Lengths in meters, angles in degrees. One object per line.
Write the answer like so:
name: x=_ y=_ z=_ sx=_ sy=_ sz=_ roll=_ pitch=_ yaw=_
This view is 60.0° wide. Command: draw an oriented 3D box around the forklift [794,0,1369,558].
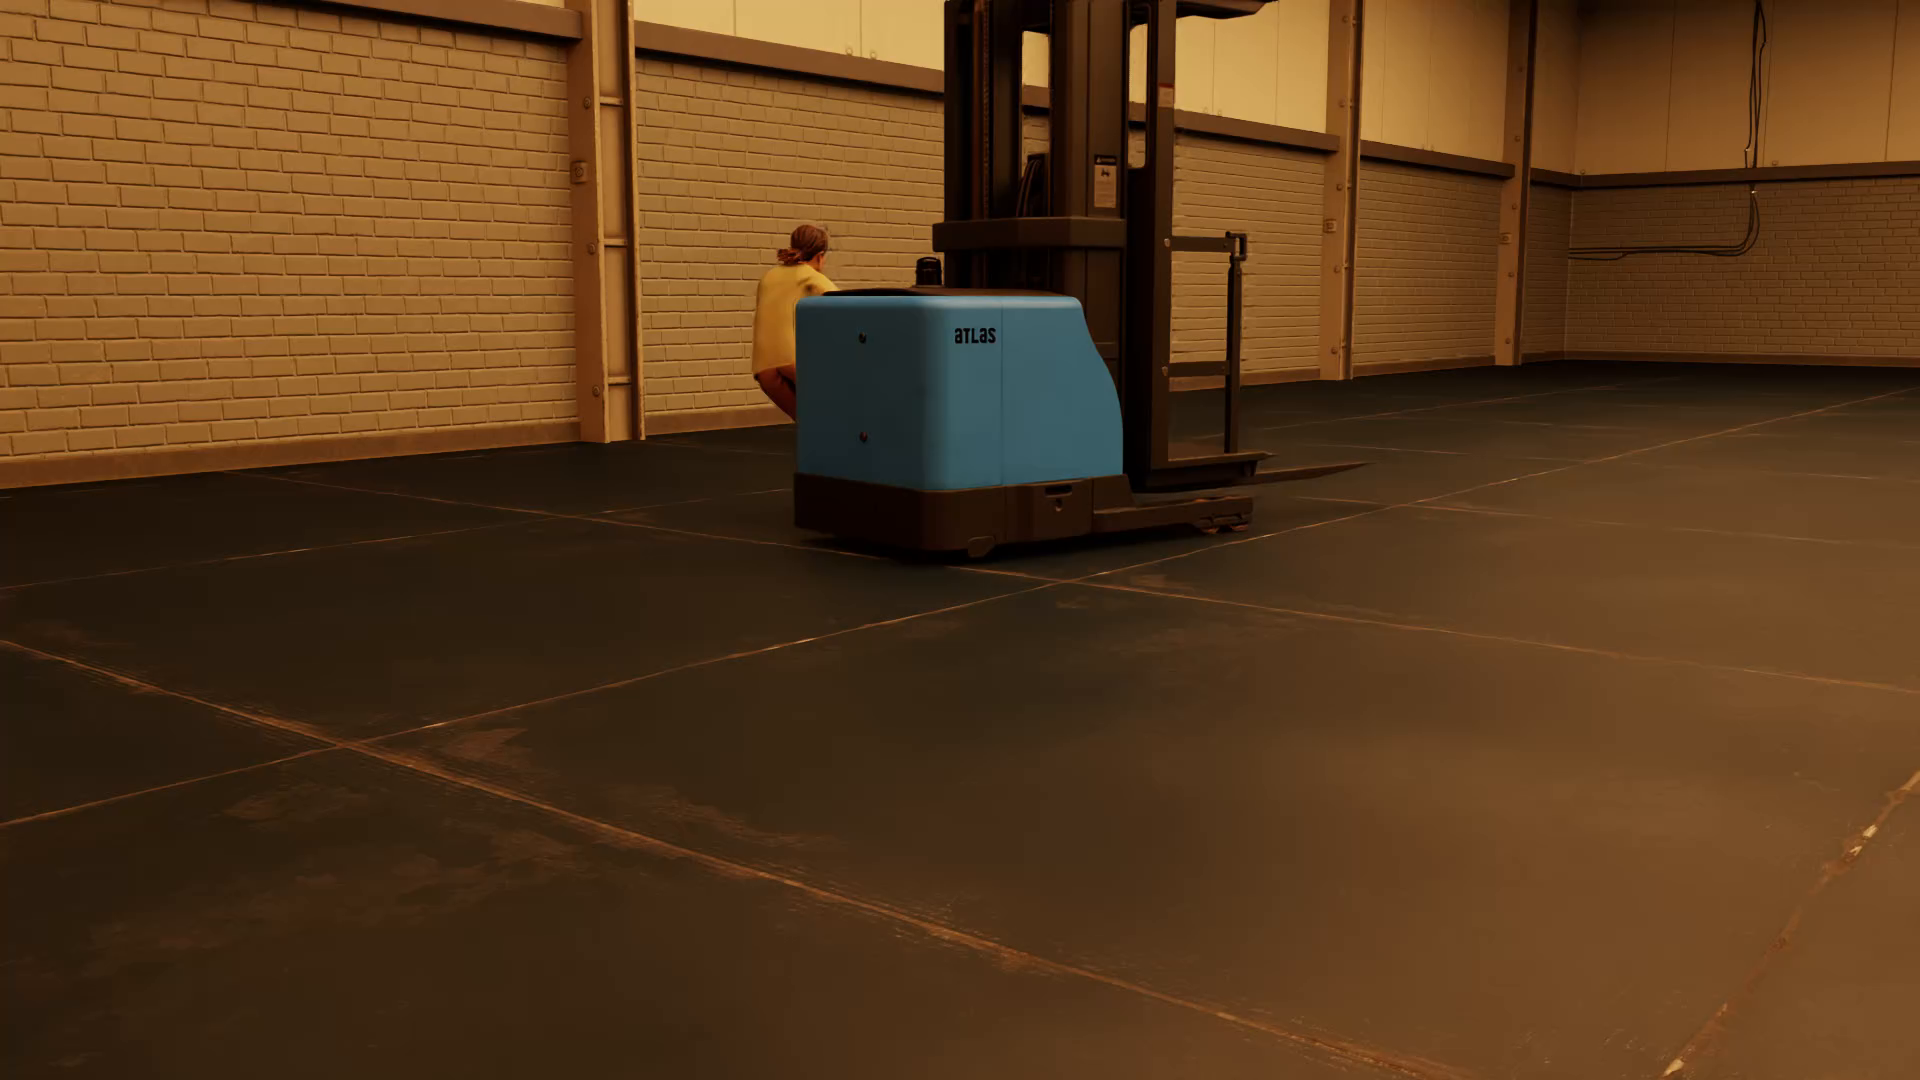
forklift: x=0.731 y=-1.525 z=7.706 sx=3.031 sy=2.935 sz=1.130 roll=-7 pitch=11 yaw=-39

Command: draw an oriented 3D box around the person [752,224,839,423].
person: x=-0.639 y=-0.872 z=8.421 sx=0.990 sy=1.434 sz=0.819 roll=4 pitch=9 yaw=25
